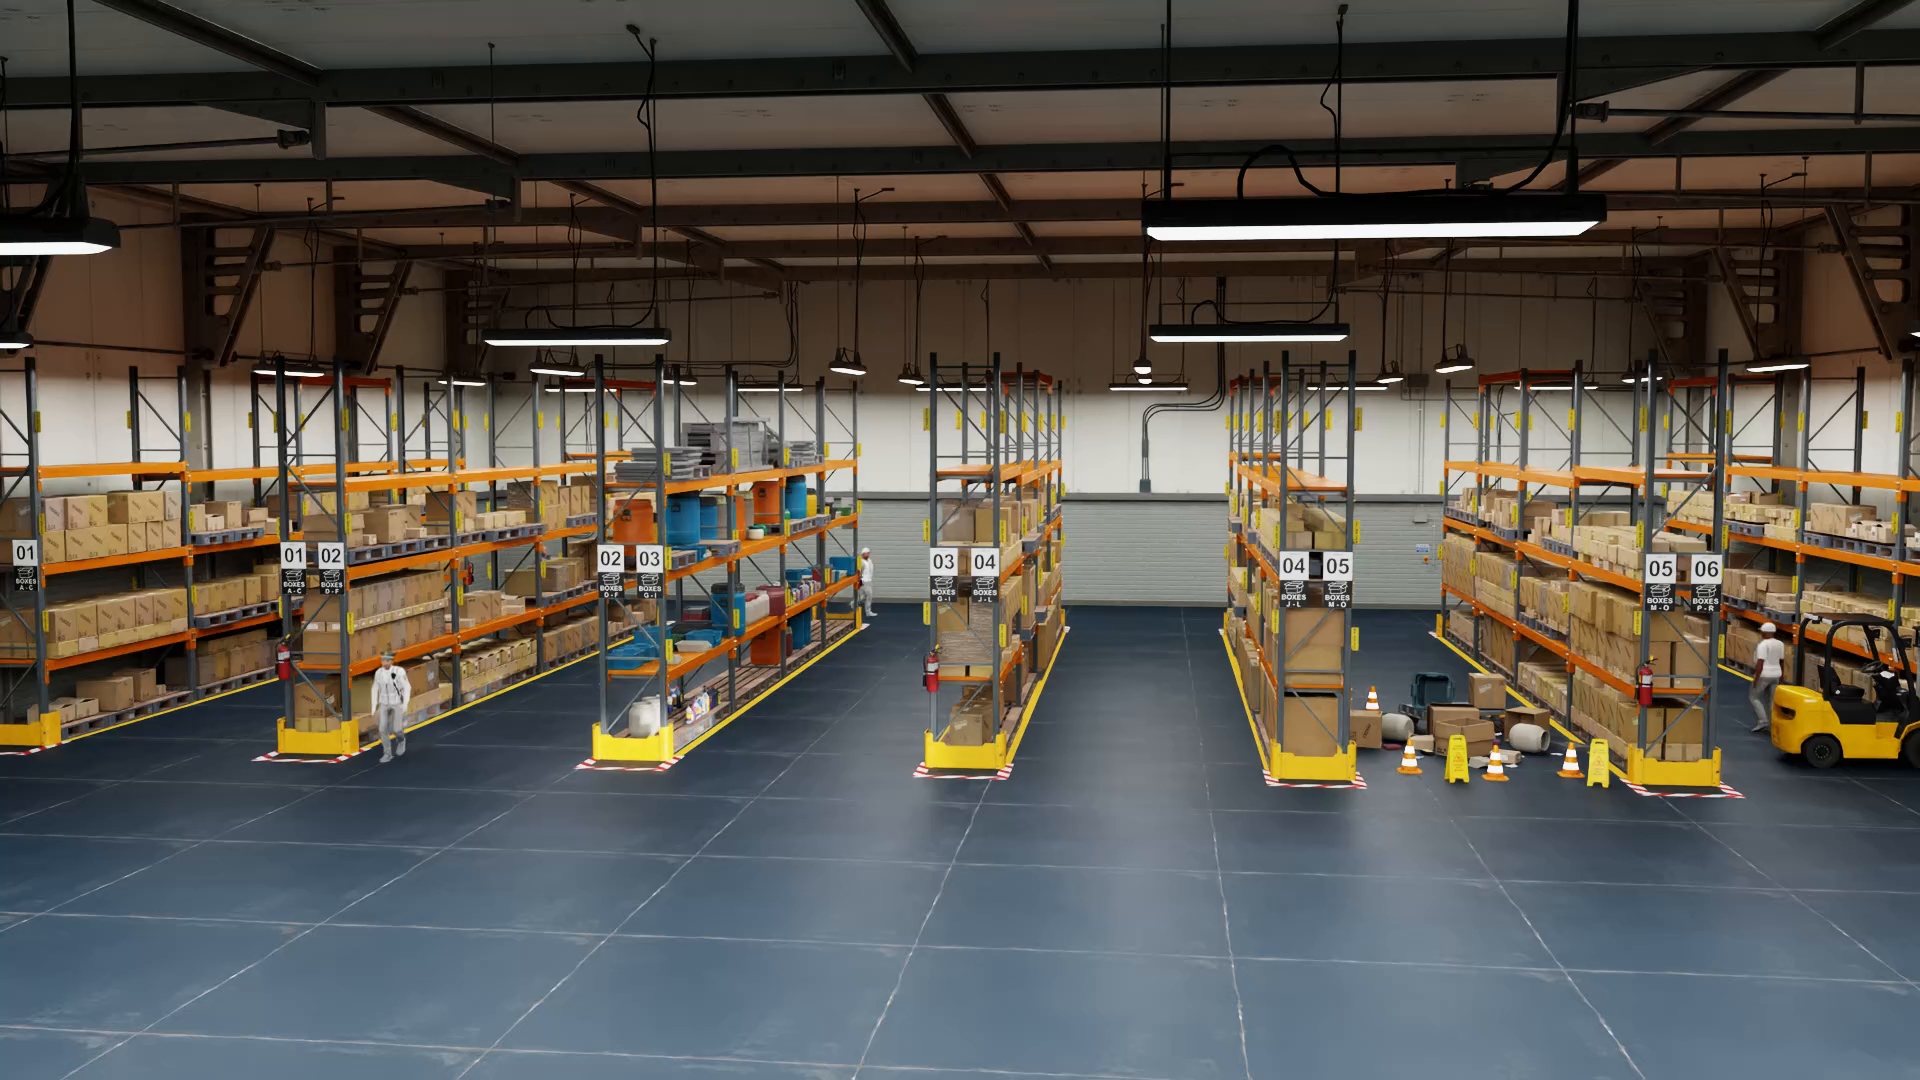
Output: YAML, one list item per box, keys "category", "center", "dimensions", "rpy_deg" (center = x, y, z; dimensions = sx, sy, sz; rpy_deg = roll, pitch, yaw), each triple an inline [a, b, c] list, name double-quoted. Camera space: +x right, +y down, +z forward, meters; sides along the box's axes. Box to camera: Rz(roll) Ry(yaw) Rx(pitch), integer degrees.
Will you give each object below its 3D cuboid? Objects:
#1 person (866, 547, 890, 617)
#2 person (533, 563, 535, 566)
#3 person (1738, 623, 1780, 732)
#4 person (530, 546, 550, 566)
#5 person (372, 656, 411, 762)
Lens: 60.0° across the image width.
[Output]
- category: "person"
  center: [-2.110, 1.107, 42.815]
  dimensions: [0.591, 1.855, 0.646]
  rpy_deg: [1, 4, 7]
- category: "person"
  center: [-9.821, 1.405, 38.515]
  dimensions: [0.660, 1.818, 0.375]
  rpy_deg: [3, 5, 37]
- category: "person"
  center: [13.021, 2.226, 26.959]
  dimensions: [0.572, 1.789, 0.536]
  rpy_deg: [-4, 5, -41]
- category: "person"
  center: [2.653, 0.552, 38.499]
  dimensions: [28.677, 3.428, 11.633]
  rpy_deg: [0, 4, 2]
- category: "person"
  center: [-8.422, 2.484, 24.639]
  dimensions: [0.561, 1.739, 0.342]
  rpy_deg: [-2, 4, -24]
